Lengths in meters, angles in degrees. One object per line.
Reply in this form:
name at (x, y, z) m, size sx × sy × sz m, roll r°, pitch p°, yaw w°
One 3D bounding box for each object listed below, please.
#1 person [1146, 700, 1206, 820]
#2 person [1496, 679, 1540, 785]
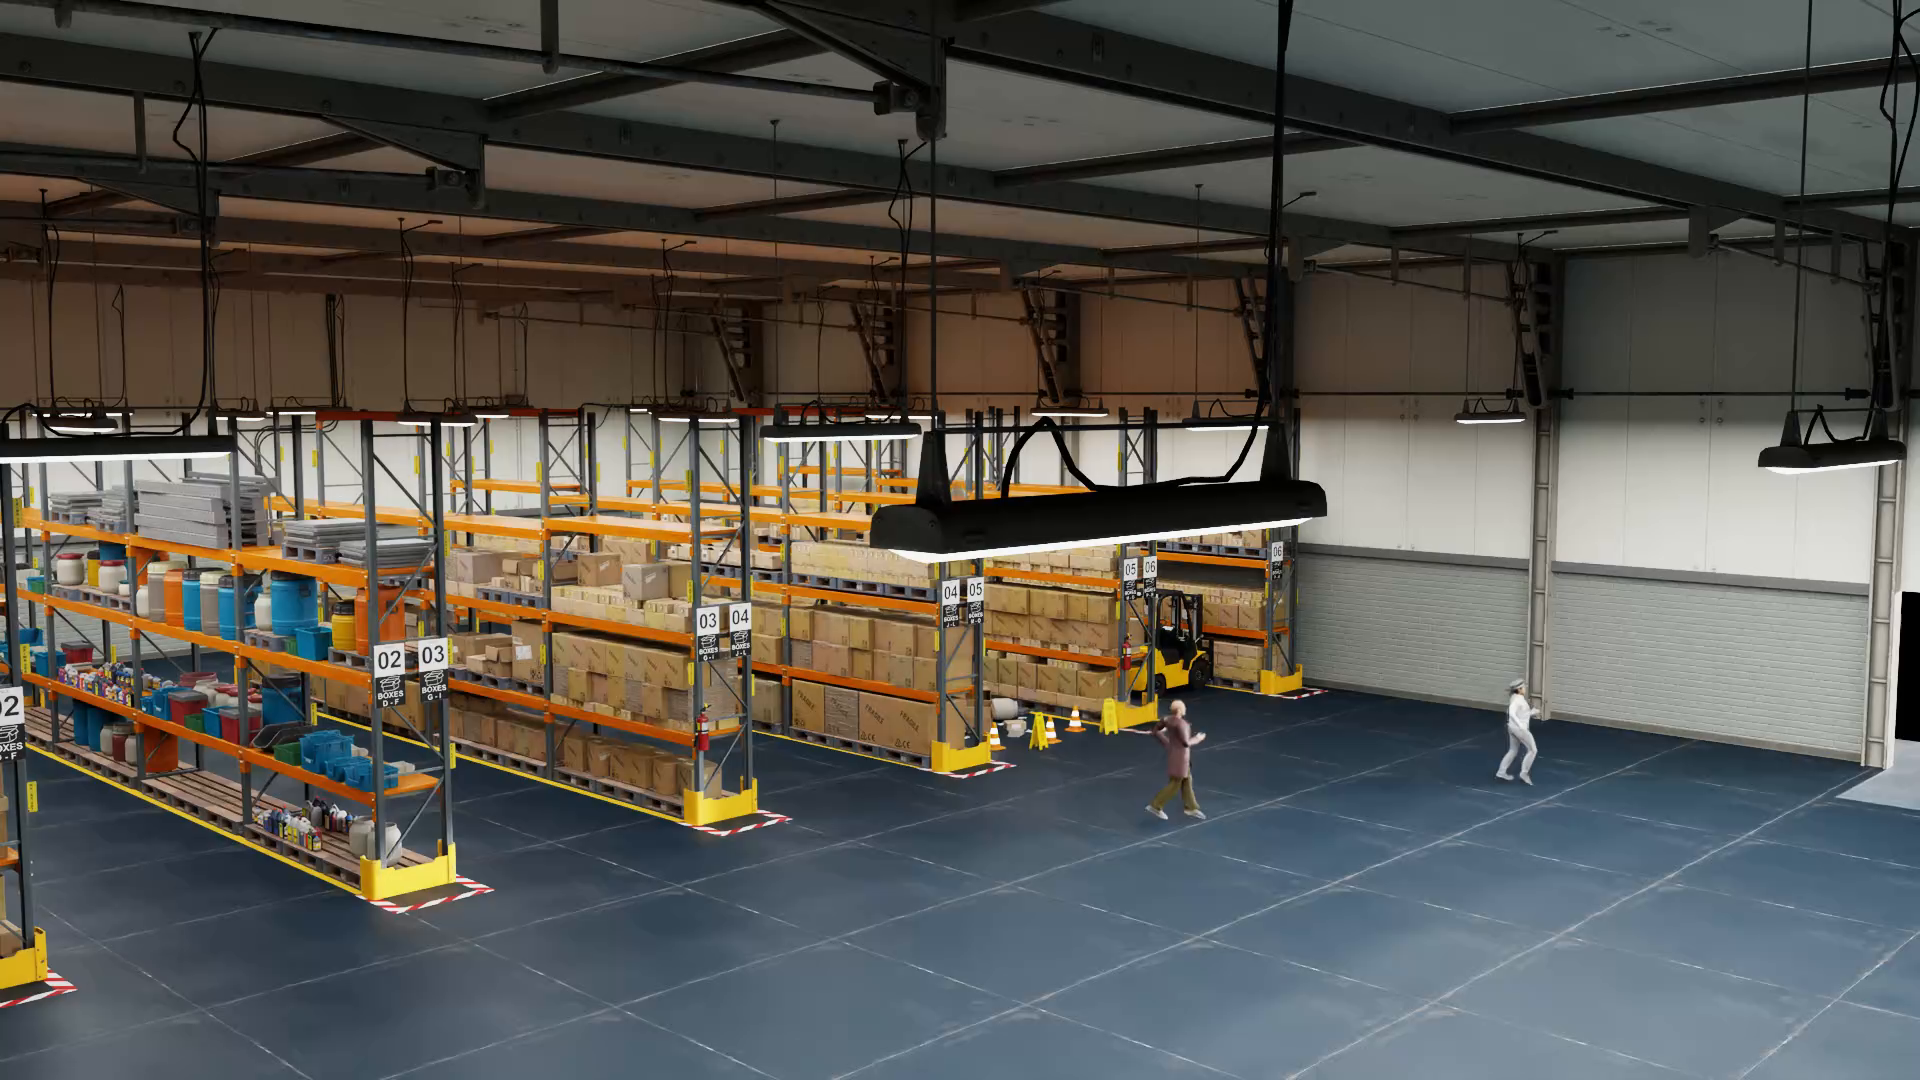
person at (3.202, 3.253, 24.473) m, size 0.985 × 1.808 × 0.701 m, roll -1°, pitch 5°, yaw -11°
person at (9.057, 3.109, 26.919) m, size 0.689 × 1.748 × 0.590 m, roll 0°, pitch 5°, yaw -1°
